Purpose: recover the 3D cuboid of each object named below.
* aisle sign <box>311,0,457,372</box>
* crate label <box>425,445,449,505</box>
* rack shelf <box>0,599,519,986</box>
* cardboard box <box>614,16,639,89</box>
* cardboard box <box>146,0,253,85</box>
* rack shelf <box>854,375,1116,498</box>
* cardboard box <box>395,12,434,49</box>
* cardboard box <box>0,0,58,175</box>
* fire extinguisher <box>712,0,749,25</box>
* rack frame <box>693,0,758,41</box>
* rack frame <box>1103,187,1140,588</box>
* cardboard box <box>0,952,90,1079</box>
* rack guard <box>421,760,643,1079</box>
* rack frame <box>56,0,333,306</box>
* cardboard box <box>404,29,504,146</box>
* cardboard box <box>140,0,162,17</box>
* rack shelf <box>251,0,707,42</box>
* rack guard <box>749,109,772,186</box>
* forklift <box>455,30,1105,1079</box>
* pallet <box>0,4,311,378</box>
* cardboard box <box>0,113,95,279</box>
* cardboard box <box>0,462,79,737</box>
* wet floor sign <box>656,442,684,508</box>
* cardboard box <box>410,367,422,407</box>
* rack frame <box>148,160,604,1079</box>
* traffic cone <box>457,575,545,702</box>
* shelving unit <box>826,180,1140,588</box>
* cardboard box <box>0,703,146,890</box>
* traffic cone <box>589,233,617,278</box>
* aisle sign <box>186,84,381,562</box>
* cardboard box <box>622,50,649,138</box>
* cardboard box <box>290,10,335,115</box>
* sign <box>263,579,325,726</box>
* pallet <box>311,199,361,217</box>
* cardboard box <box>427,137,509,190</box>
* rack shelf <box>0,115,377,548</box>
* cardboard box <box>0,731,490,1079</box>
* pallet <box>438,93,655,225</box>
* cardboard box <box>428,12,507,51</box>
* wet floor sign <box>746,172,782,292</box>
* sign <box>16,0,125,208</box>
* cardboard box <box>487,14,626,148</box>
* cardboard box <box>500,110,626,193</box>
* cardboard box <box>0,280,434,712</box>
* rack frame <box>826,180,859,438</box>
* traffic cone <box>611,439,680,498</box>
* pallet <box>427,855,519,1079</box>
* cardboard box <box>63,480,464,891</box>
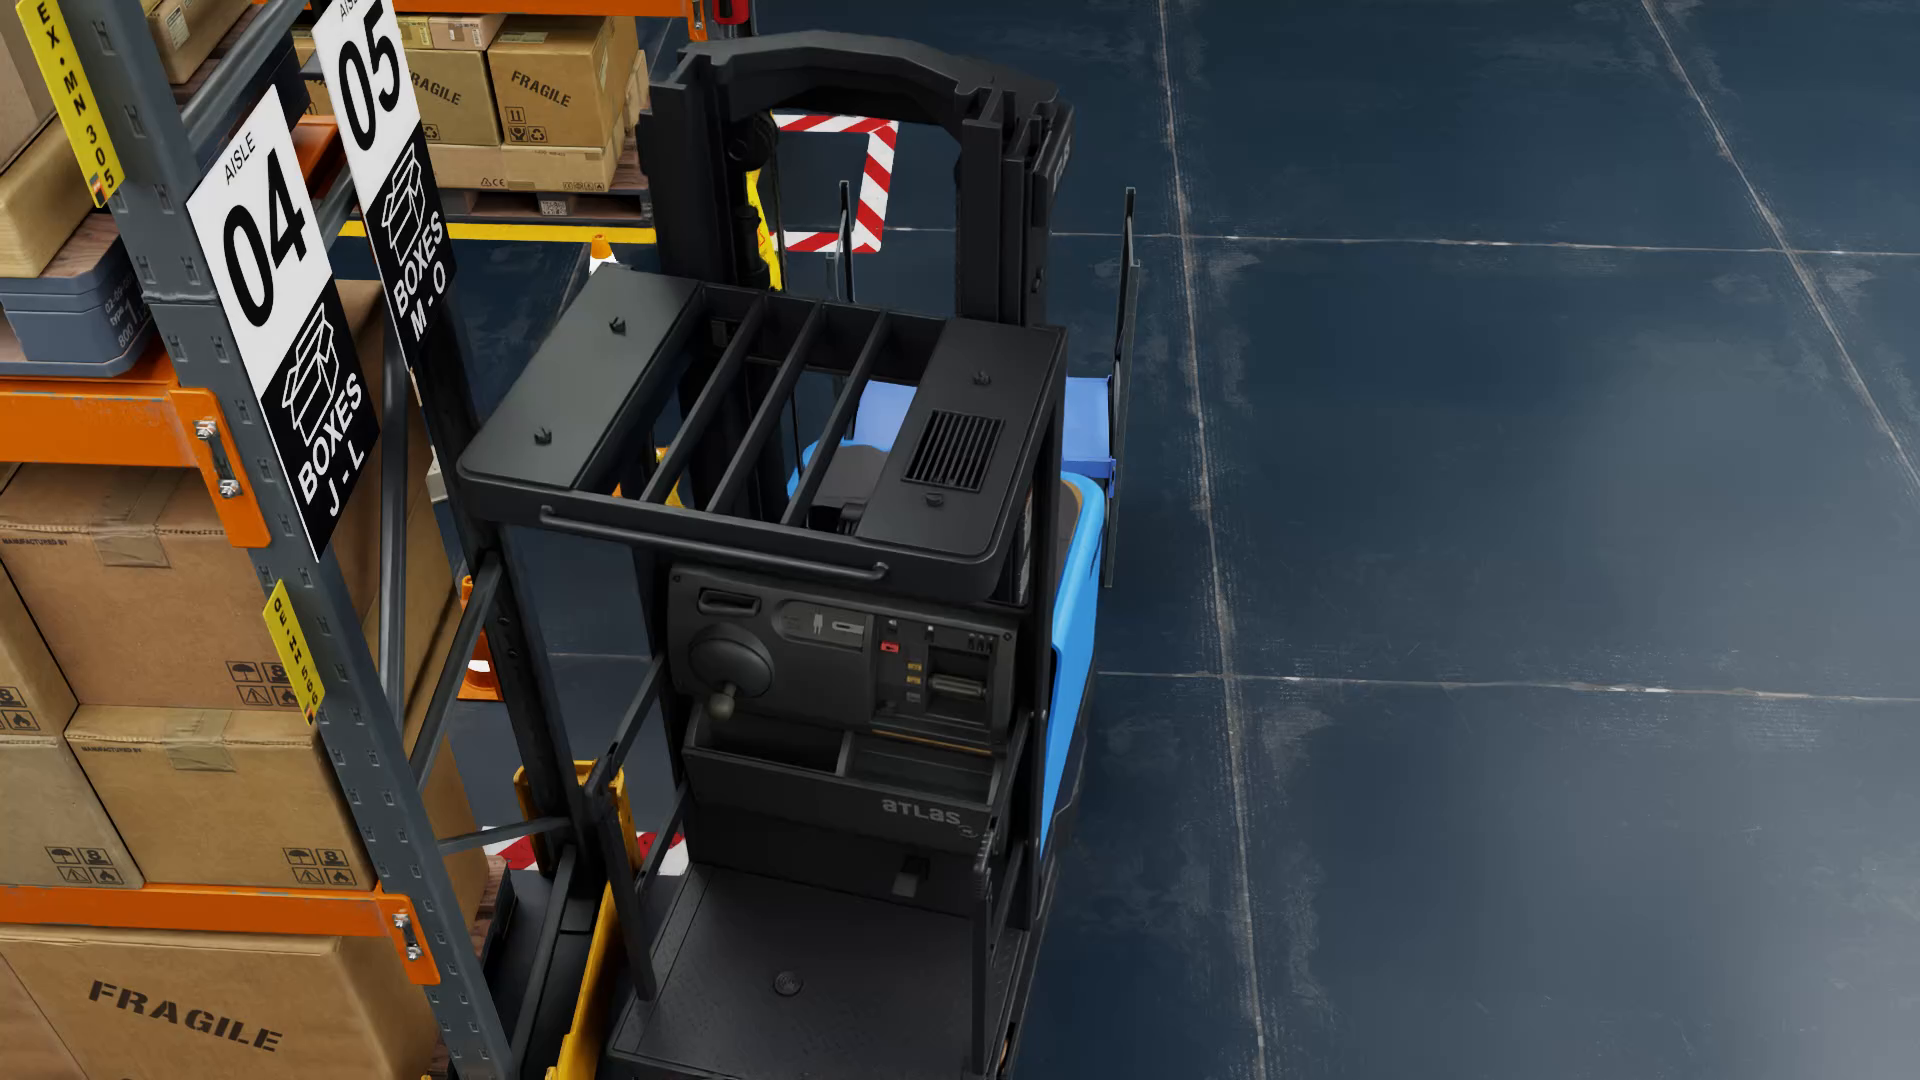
[{"bbox_3d":[-1.190,-0.788,3.488,0.004,0.787,0.394,2,43,2],"label":"aisle sign"},{"bbox_3d":[-2.138,-0.311,6.984,0.298,0.136,0.250,-19,46,-20],"label":"crate label"},{"bbox_3d":[-3.272,0.567,4.468,4.000,0.370,1.077,2,43,2],"label":"rack shelf"},{"bbox_3d":[-1.969,-2.644,8.546,0.500,0.500,0.500,0,43,0],"label":"cardboard box"},{"bbox_3d":[-1.602,-1.059,3.289,0.250,0.149,0.380,2,43,2],"label":"cardboard box"},{"bbox_3d":[0.085,-0.415,6.359,1.000,0.185,0.538,2,43,2],"label":"rack shelf"},{"bbox_3d":[-2.585,-2.490,7.906,0.250,0.149,0.380,2,43,3],"label":"cardboard box"},{"bbox_3d":[-1.776,-0.801,2.719,0.500,0.250,0.500,2,43,2],"label":"cardboard box"},{"bbox_3d":[-1.058,-2.663,7.465,0.183,0.674,0.296,2,43,2],"label":"fire extinguisher"},{"bbox_3d":[-1.152,-3.008,7.779,0.127,3.000,1.000,2,43,2],"label":"rack frame"},{"bbox_3d":[0.593,-0.531,6.219,0.032,1.500,0.500,2,43,2],"label":"rack frame"},{"bbox_3d":[-2.834,0.988,4.740,0.875,0.875,0.875,1,43,1],"label":"cardboard box"},{"bbox_3d":[-1.250,1.281,5.008,0.348,0.500,1.175,2,43,2],"label":"rack guard"},{"bbox_3d":[-1.274,-1.830,2.112,0.127,3.000,1.000,2,43,2],"label":"rack frame"},{"bbox_3d":[-2.486,-2.291,8.168,0.500,0.500,0.500,3,43,3],"label":"cardboard box"},{"bbox_3d":[-1.745,-1.166,3.111,0.500,0.250,0.500,2,43,2],"label":"cardboard box"},{"bbox_3d":[-3.150,-2.807,8.090,4.000,0.370,1.077,2,43,2],"label":"rack shelf"},{"bbox_3d":[-1.228,-2.096,8.633,0.348,0.500,1.175,2,43,2],"label":"rack guard"},{"bbox_3d":[-0.363,0.406,4.164,1.130,2.935,3.031,9,44,10],"label":"forklift"},{"bbox_3d":[-2.016,-0.715,3.182,1.213,0.211,1.003,2,43,2],"label":"pallet"},{"bbox_3d":[-1.621,-0.610,2.806,0.250,0.149,0.380,2,43,2],"label":"cardboard box"},{"bbox_3d":[-2.197,-0.076,3.729,0.550,0.550,0.875,2,43,2],"label":"cardboard box"},{"bbox_3d":[-1.156,-0.121,6.406,0.232,0.644,0.267,-5,43,-5],"label":"wet floor sign"},{"bbox_3d":[-2.552,-0.630,7.317,0.250,0.149,0.380,24,48,23],"label":"cardboard box"},{"bbox_3d":[-1.274,0.365,4.157,0.127,3.000,1.000,2,43,2],"label":"rack frame"},{"bbox_3d":[-1.741,0.310,6.077,0.334,0.463,0.336,2,43,2],"label":"traffic cone"},{"bbox_3d":[0.085,-0.546,6.236,1.048,1.500,0.538,2,43,2],"label":"shelving unit"},{"bbox_3d":[-2.197,0.328,4.087,0.550,0.550,0.875,2,43,2],"label":"cardboard box"},{"bbox_3d":[-1.640,-1.215,7.715,0.334,0.463,0.336,2,43,2],"label":"traffic cone"},{"bbox_3d":[-1.217,-0.379,3.049,0.004,0.787,0.394,2,43,2],"label":"aisle sign"},{"bbox_3d":[-1.945,-2.369,8.802,0.500,0.250,0.500,1,43,2],"label":"cardboard box"},{"bbox_3d":[-2.989,-2.311,8.190,0.500,0.500,0.500,1,43,1],"label":"cardboard box"},{"bbox_3d":[-1.312,0.224,3.286,0.005,0.325,0.100,2,43,2],"label":"sign"},{"bbox_3d":[-3.253,-2.079,8.827,1.213,0.211,1.003,2,43,2],"label":"pallet"},{"bbox_3d":[-2.489,-2.019,8.426,0.500,0.250,0.500,2,43,2],"label":"cardboard box"},{"bbox_3d":[-3.272,-0.530,3.446,4.000,0.370,1.077,2,43,2],"label":"rack shelf"},{"bbox_3d":[-1.954,1.013,4.712,0.875,0.875,0.875,2,43,2],"label":"cardboard box"},{"bbox_3d":[-2.038,-2.039,8.784,1.213,0.211,1.003,2,43,2],"label":"pallet"},{"bbox_3d":[-2.334,-2.480,7.895,0.250,0.149,0.380,3,43,3],"label":"cardboard box"},{"bbox_3d":[-1.010,-1.413,7.793,0.232,0.644,0.267,16,45,16],"label":"wet floor sign"},{"bbox_3d":[-1.312,-0.658,2.464,0.005,0.325,0.100,2,43,2],"label":"sign"},{"bbox_3d":[-1.964,-2.277,8.153,0.500,0.500,0.500,2,43,2],"label":"cardboard box"},{"bbox_3d":[-1.996,-1.998,8.404,0.500,0.250,0.500,2,43,2],"label":"cardboard box"},{"bbox_3d":[-1.643,-0.122,3.779,0.550,0.550,0.875,2,43,2],"label":"cardboard box"},{"bbox_3d":[-0.423,-0.562,6.253,0.032,1.500,0.500,2,43,2],"label":"rack frame"},{"bbox_3d":[-1.350,-0.449,6.892,0.334,0.463,0.336,2,43,2],"label":"traffic cone"},{"bbox_3d":[-2.076,1.414,5.077,1.213,0.211,1.003,2,43,2],"label":"pallet"},{"bbox_3d":[-1.647,0.330,4.085,0.550,0.550,0.875,2,43,2],"label":"cardboard box"}]
